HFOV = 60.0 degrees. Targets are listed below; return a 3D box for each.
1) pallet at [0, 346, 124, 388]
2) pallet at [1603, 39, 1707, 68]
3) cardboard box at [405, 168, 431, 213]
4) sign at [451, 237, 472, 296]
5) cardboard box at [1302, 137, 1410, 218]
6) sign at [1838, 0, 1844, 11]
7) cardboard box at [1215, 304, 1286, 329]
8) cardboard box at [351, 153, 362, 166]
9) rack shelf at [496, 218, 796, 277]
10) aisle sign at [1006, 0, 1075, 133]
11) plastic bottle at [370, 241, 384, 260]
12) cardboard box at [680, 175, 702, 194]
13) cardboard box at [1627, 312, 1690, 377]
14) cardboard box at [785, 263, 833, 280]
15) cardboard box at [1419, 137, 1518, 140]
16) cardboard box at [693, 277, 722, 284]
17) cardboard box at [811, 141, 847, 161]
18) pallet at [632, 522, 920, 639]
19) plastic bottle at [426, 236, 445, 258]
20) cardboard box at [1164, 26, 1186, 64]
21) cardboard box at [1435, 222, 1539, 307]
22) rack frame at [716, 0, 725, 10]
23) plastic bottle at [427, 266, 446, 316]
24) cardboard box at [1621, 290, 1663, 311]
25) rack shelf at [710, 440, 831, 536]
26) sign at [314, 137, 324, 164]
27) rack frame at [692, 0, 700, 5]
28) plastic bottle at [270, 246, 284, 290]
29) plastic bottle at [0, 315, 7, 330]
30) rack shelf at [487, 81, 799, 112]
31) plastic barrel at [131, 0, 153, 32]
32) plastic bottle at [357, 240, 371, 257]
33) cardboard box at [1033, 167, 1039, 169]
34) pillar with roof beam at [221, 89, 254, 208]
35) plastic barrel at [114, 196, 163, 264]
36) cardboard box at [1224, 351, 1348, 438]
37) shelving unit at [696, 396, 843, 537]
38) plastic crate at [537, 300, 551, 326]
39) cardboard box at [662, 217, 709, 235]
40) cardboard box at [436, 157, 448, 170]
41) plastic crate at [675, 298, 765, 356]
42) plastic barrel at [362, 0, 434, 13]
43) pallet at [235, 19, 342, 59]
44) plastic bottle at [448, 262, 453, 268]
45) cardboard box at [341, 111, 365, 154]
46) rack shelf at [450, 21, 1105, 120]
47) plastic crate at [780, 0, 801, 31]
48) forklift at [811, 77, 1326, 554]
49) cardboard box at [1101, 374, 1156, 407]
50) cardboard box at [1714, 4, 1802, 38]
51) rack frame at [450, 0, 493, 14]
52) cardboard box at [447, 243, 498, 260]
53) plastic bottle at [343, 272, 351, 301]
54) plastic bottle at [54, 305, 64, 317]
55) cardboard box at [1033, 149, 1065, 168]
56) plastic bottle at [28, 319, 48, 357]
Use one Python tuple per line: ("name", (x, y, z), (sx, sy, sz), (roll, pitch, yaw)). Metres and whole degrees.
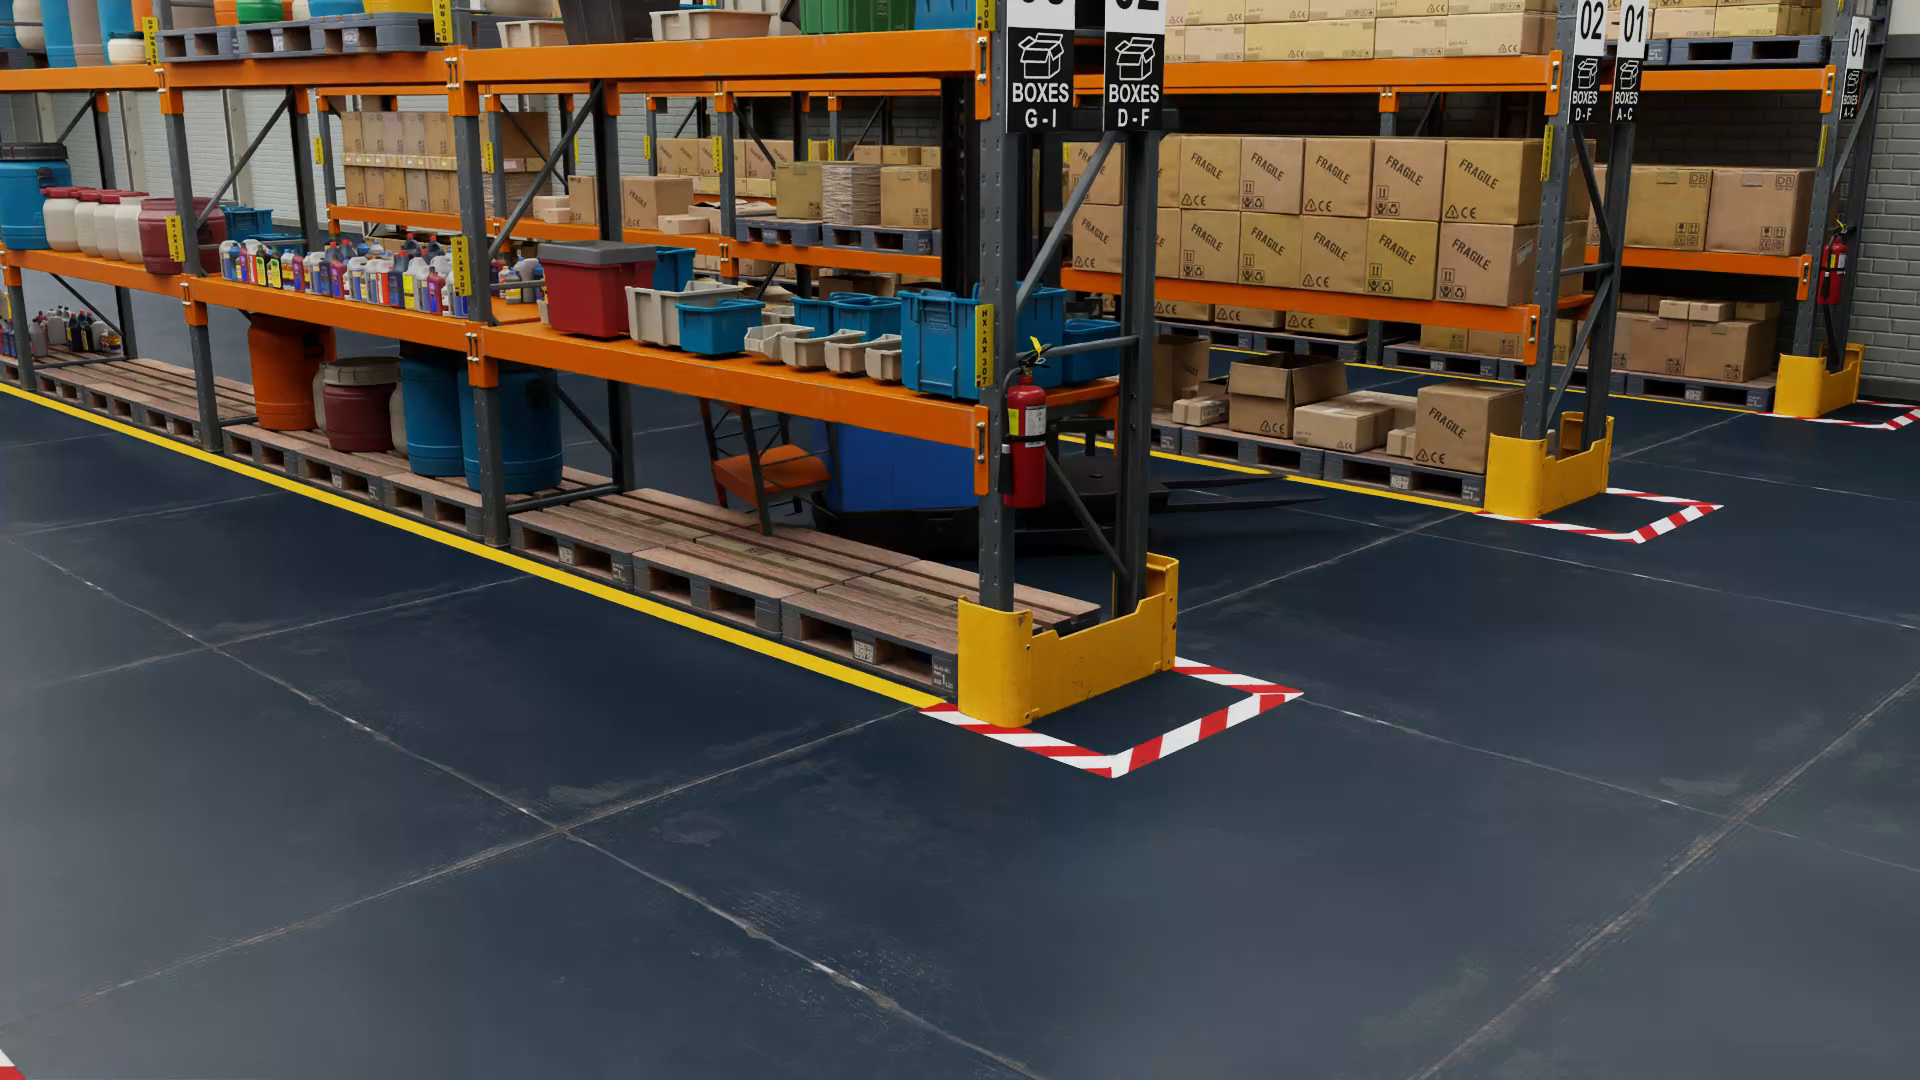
("pallet", (-8.625, -1.674, 15.939), (1.213, 0.211, 1.003), (14, 20, 42))
("pallet", (5.921, -4.347, 14.892), (1.213, 0.211, 1.003), (14, 20, 42))
("cardboard box", (-6.166, -4.191, 19.869), (0.700, 0.500, 0.500), (-14, 20, -43))
("sign", (-2.795, -1.533, 9.317), (0.005, 0.325, 0.100), (14, 20, 42))
("cardboard box", (2.657, -2.435, 11.147), (0.500, 0.500, 0.500), (-14, 20, -43))
("sign", (6.958, -4.342, 13.100), (0.005, 0.325, 0.100), (14, 20, 42))
("cardboard box", (3.265, -2.705, 17.794), (0.750, 0.750, 0.750), (-14, 20, -43))
("cardboard box", (-7.284, -4.706, 20.558), (0.250, 0.149, 0.380), (13, 19, 41))
("rack shelf", (-3.290, -3.099, 17.302), (4.000, 0.370, 1.077), (14, 20, 42))
("aisle sign", (0.316, -1.991, 6.467), (0.004, 0.787, 0.394), (14, 20, 42))
("plastic bottle", (-4.187, -2.011, 11.955), (0.097, 0.271, 0.097), (0, 15, 0))
("cardboard box", (-3.659, -5.102, 23.824), (0.500, 0.250, 0.500), (13, 19, 41))
("cardboard box", (6.411, -1.782, 14.947), (0.500, 0.500, 0.700), (14, 20, 42))
("cardboard box", (-2.069, -3.874, 22.937), (0.500, 0.500, 0.500), (12, 19, 38))
("cardboard box", (3.391, -2.445, 11.184), (0.500, 0.500, 0.500), (14, 20, 43))
("cardboard box", (-2.773, -2.566, 17.339), (0.500, 0.311, 0.500), (13, 19, 41))
("cardboard box", (-1.849, -5.023, 22.032), (0.500, 0.500, 0.500), (14, 20, 42))
("pallet", (-0.973, 0.186, 8.799), (1.213, 0.211, 1.003), (14, 20, 42))
("plastic bottle", (-3.566, -1.890, 11.334), (0.185, 0.351, 0.144), (14, 20, 42))
("cardboard box", (1.565, -3.557, 11.985), (0.500, 0.250, 0.500), (14, 20, 42))
("cardboard box", (3.398, -1.774, 10.593), (0.500, 0.500, 0.500), (-14, 20, -42))
("rack frame", (-1.850, -6.000, 15.112), (0.127, 3.000, 1.000), (14, 20, 42))
("plastic bottle", (-3.118, -1.484, 9.911), (0.133, 0.283, 0.061), (14, 20, 42))
("cardboard box", (6.271, -2.200, 15.263), (0.250, 0.149, 0.380), (14, 20, 43))
("rack shelf", (-1.061, -0.317, 9.679), (0.538, 0.278, 1.000), (-14, 17, -19))
("sign", (-7.999, -4.854, 20.740), (0.005, 0.325, 0.100), (14, 20, 42))
("rack frame", (-4.174, -8.300, 23.939), (0.127, 3.000, 1.000), (14, 20, 42))
("plastic bottle", (-4.640, -1.854, 11.331), (0.133, 0.283, 0.061), (14, 20, 42))
("plastic bottle", (-9.205, -1.980, 15.963), (0.185, 0.351, 0.144), (14, 20, 42))
("rack shelf", (-3.290, -4.550, 16.924), (4.000, 0.370, 1.077), (14, 20, 42))
("plastic barrel", (-6.202, -4.155, 13.130), (0.708, 0.830, 0.600), (14, 20, 42))
("plastic bottle", (-4.327, -2.045, 12.086), (0.097, 0.271, 0.097), (0, 15, 0))
("cardboard box", (0.305, -2.881, 14.008), (0.700, 0.500, 0.500), (-11, 18, -35))
("pillar with roof beam", (-19.015, -10.703, 33.162), (0.400, 9.000, 9.100), (14, 20, 42))
("plastic barrel", (-6.483, -2.467, 13.231), (0.421, 0.512, 0.421), (0, 15, 0))
("cardboard box", (2.385, -1.074, 12.183), (0.637, 0.503, 0.797), (14, 20, 42))
("shelving unit", (-1.096, -0.549, 9.612), (0.538, 1.125, 1.048), (-14, 17, -19))
("plastic crate", (-2.176, -1.292, 9.347), (0.243, 0.136, 0.396), (14, 20, 42))
("cardboard box", (-2.689, -3.082, 16.312), (0.250, 0.149, 0.380), (14, 20, 42))
("cardboard box", (-5.805, -4.346, 19.179), (0.250, 0.149, 0.380), (14, 20, 42))
("plastic crate", (-1.188, -1.059, 8.261), (0.300, 0.233, 0.416), (14, 20, 42))
("plastic barrel", (-3.209, -3.367, 9.750), (0.600, 0.588, 0.600), (0, 15, 0))
("pallet", (-3.862, -3.176, 10.597), (1.213, 0.211, 1.003), (14, 20, 42))
("plastic bottle", (-3.252, -1.723, 10.841), (0.135, 0.276, 0.152), (14, 20, 42))
("cardboard box", (-7.244, -5.080, 20.707), (0.500, 0.500, 0.700), (14, 20, 42))
("rack shelf", (-0.972, -2.252, 8.103), (4.000, 0.370, 1.077), (14, 20, 42))
("plastic crate", (-0.441, -2.537, 7.894), (0.767, 0.338, 0.504), (14, 20, 42))
("forklift", (0.655, -1.467, 9.748), (3.031, 2.935, 1.130), (-3, 15, -10))
("cardboard box", (1.181, -1.196, 13.032), (0.500, 0.311, 0.500), (14, 20, 42))
("cardboard box", (6.633, -4.307, 13.830), (0.500, 0.250, 0.500), (-14, 20, -42))
("rack frame", (-2.411, -4.401, 8.977), (0.127, 3.000, 1.000), (14, 20, 42))
("cardboard box", (-5.567, -3.163, 19.257), (0.500, 0.500, 0.500), (14, 20, 42))
("plastic bottle", (-3.912, -1.644, 10.687), (0.097, 0.201, 0.097), (0, 15, 0))
("plastic bottle", (-9.039, -2.186, 16.754), (0.144, 0.351, 0.185), (-14, 20, -42))
("cardboard box", (1.240, -4.338, 19.562), (0.500, 0.500, 0.700), (11, 18, 36))
("plastic bottle", (-8.734, -1.916, 15.718), (0.185, 0.351, 0.144), (14, 20, 42))
